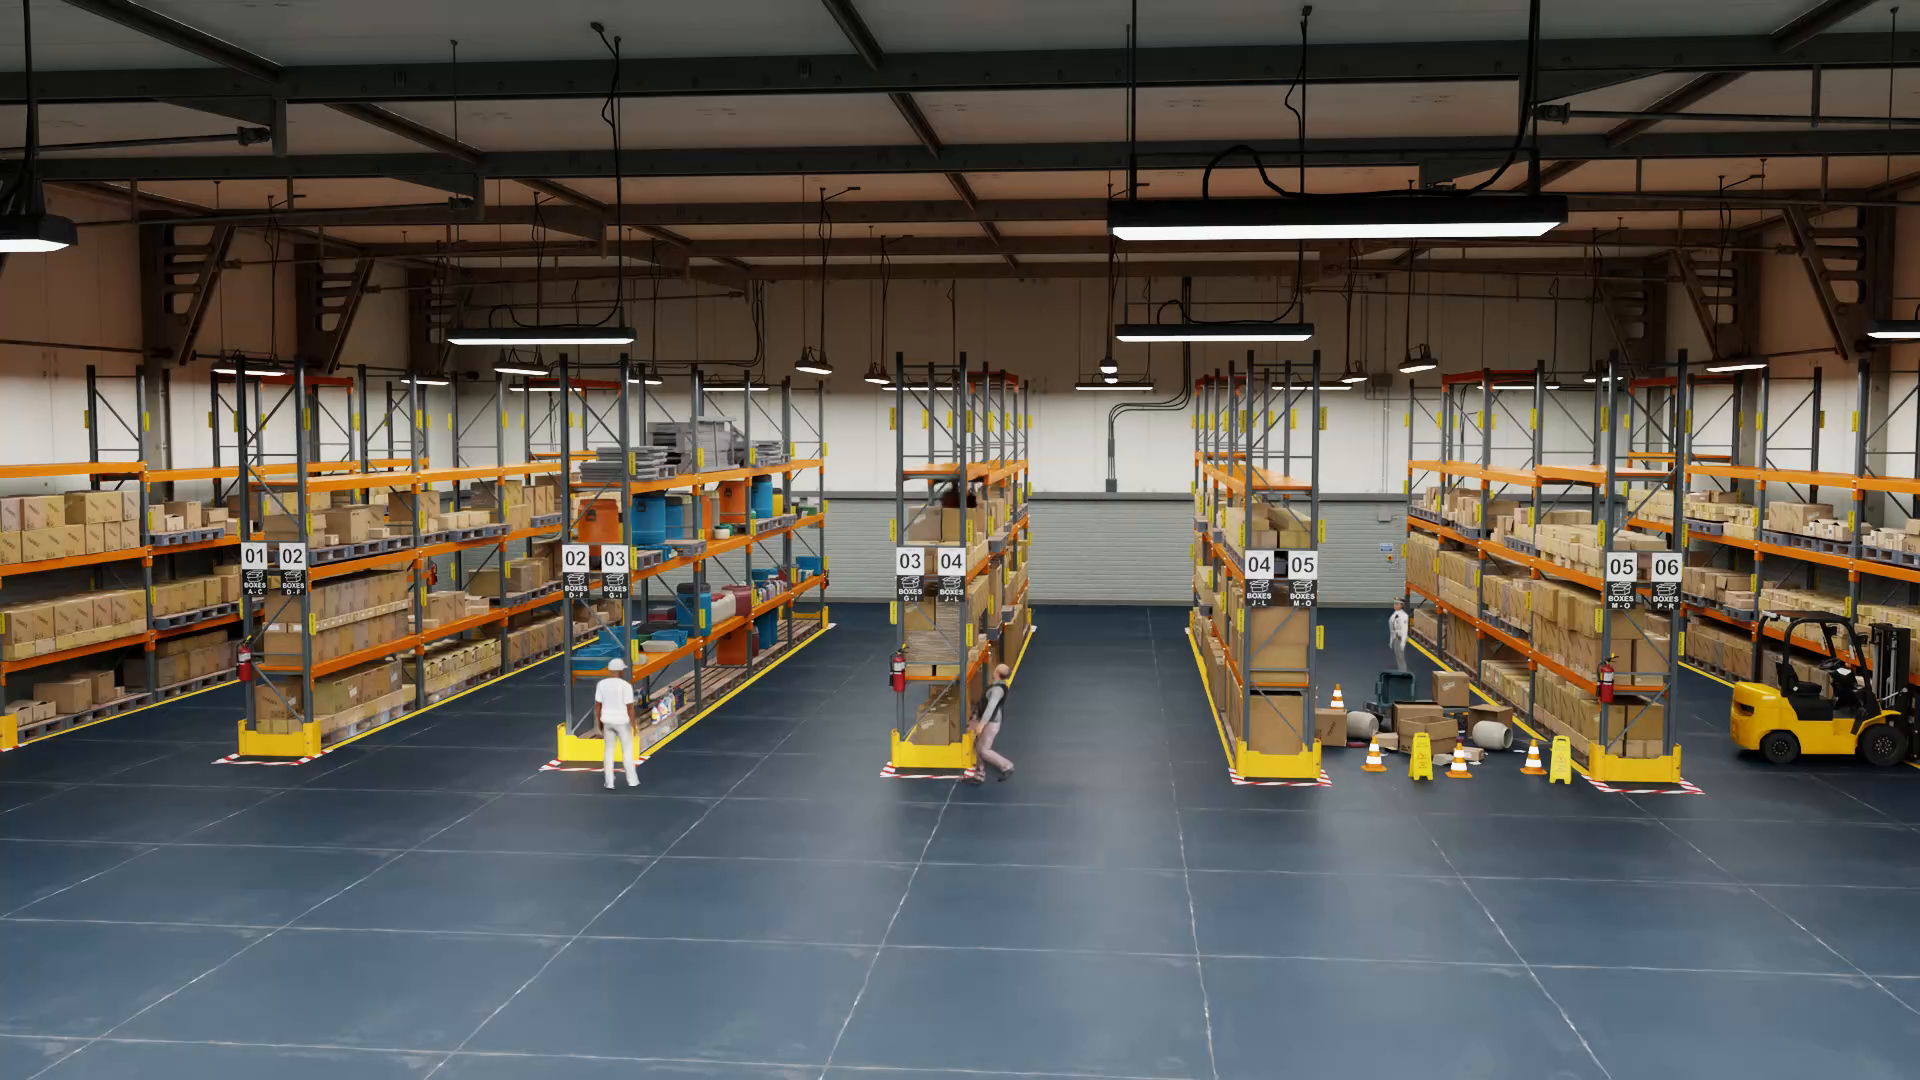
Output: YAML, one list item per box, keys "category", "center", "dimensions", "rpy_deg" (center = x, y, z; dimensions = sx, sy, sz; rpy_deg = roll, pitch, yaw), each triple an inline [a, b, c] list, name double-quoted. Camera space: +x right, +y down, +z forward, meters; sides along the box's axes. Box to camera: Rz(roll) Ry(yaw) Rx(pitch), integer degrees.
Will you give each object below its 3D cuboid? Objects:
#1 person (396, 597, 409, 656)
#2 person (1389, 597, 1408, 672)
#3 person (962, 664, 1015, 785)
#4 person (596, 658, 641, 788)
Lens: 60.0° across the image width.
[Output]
- category: "person"
  center: [-11.143, 1.763, 33.500]
  dimensions: [0.587, 1.716, 0.564]
  rpy_deg: [1, 4, 12]
- category: "person"
  center: [8.319, 1.915, 31.567]
  dimensions: [0.343, 1.693, 0.549]
  rpy_deg: [1, 4, 8]
- category: "person"
  center: [0.388, 2.544, 22.896]
  dimensions: [0.715, 1.680, 0.586]
  rpy_deg: [0, 4, -4]
- category: "person"
  center: [-4.661, 2.496, 22.765]
  dimensions: [0.604, 1.779, 0.515]
  rpy_deg: [1, 4, 17]
